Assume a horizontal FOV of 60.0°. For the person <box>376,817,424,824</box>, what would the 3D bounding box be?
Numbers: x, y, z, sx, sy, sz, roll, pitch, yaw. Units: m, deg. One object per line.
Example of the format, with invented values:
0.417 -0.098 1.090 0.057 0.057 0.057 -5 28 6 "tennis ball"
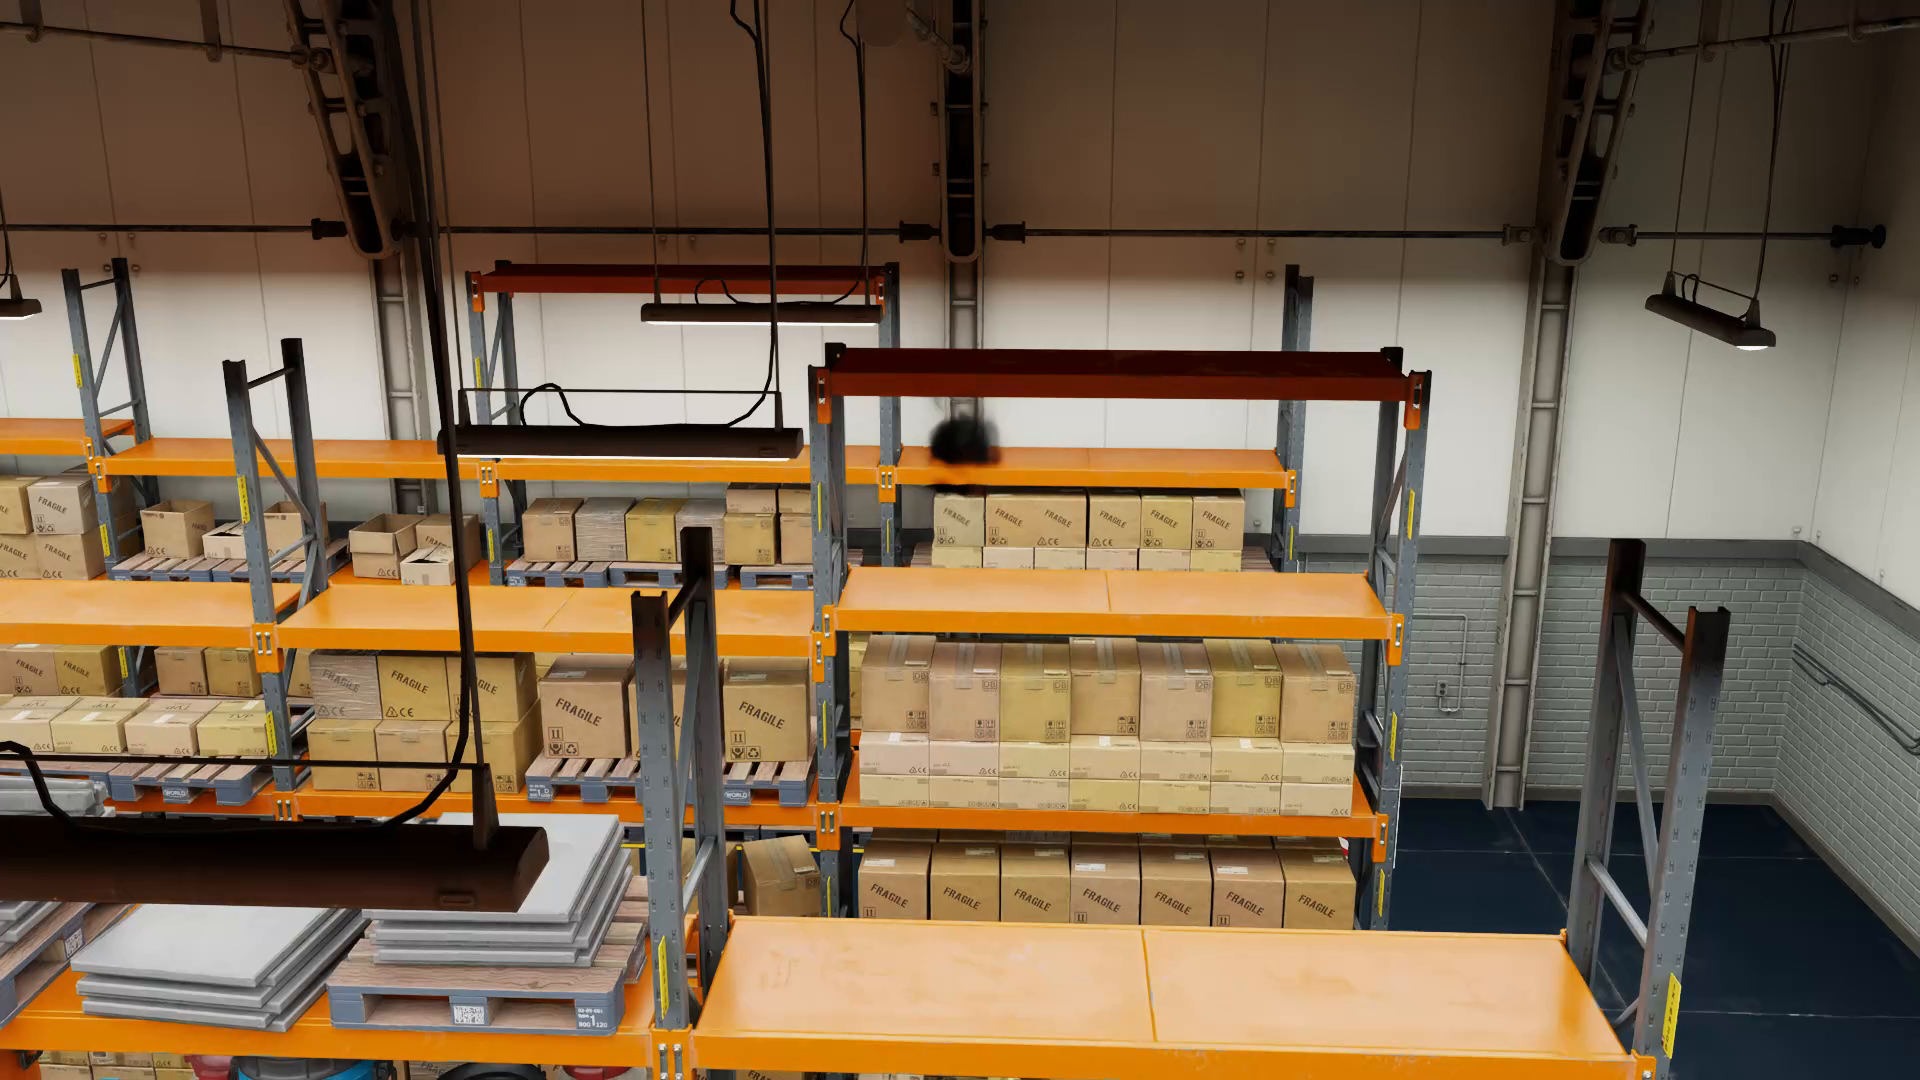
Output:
-5.111 2.949 15.334 0.675 1.738 0.737 -2 16 -6 "person"
